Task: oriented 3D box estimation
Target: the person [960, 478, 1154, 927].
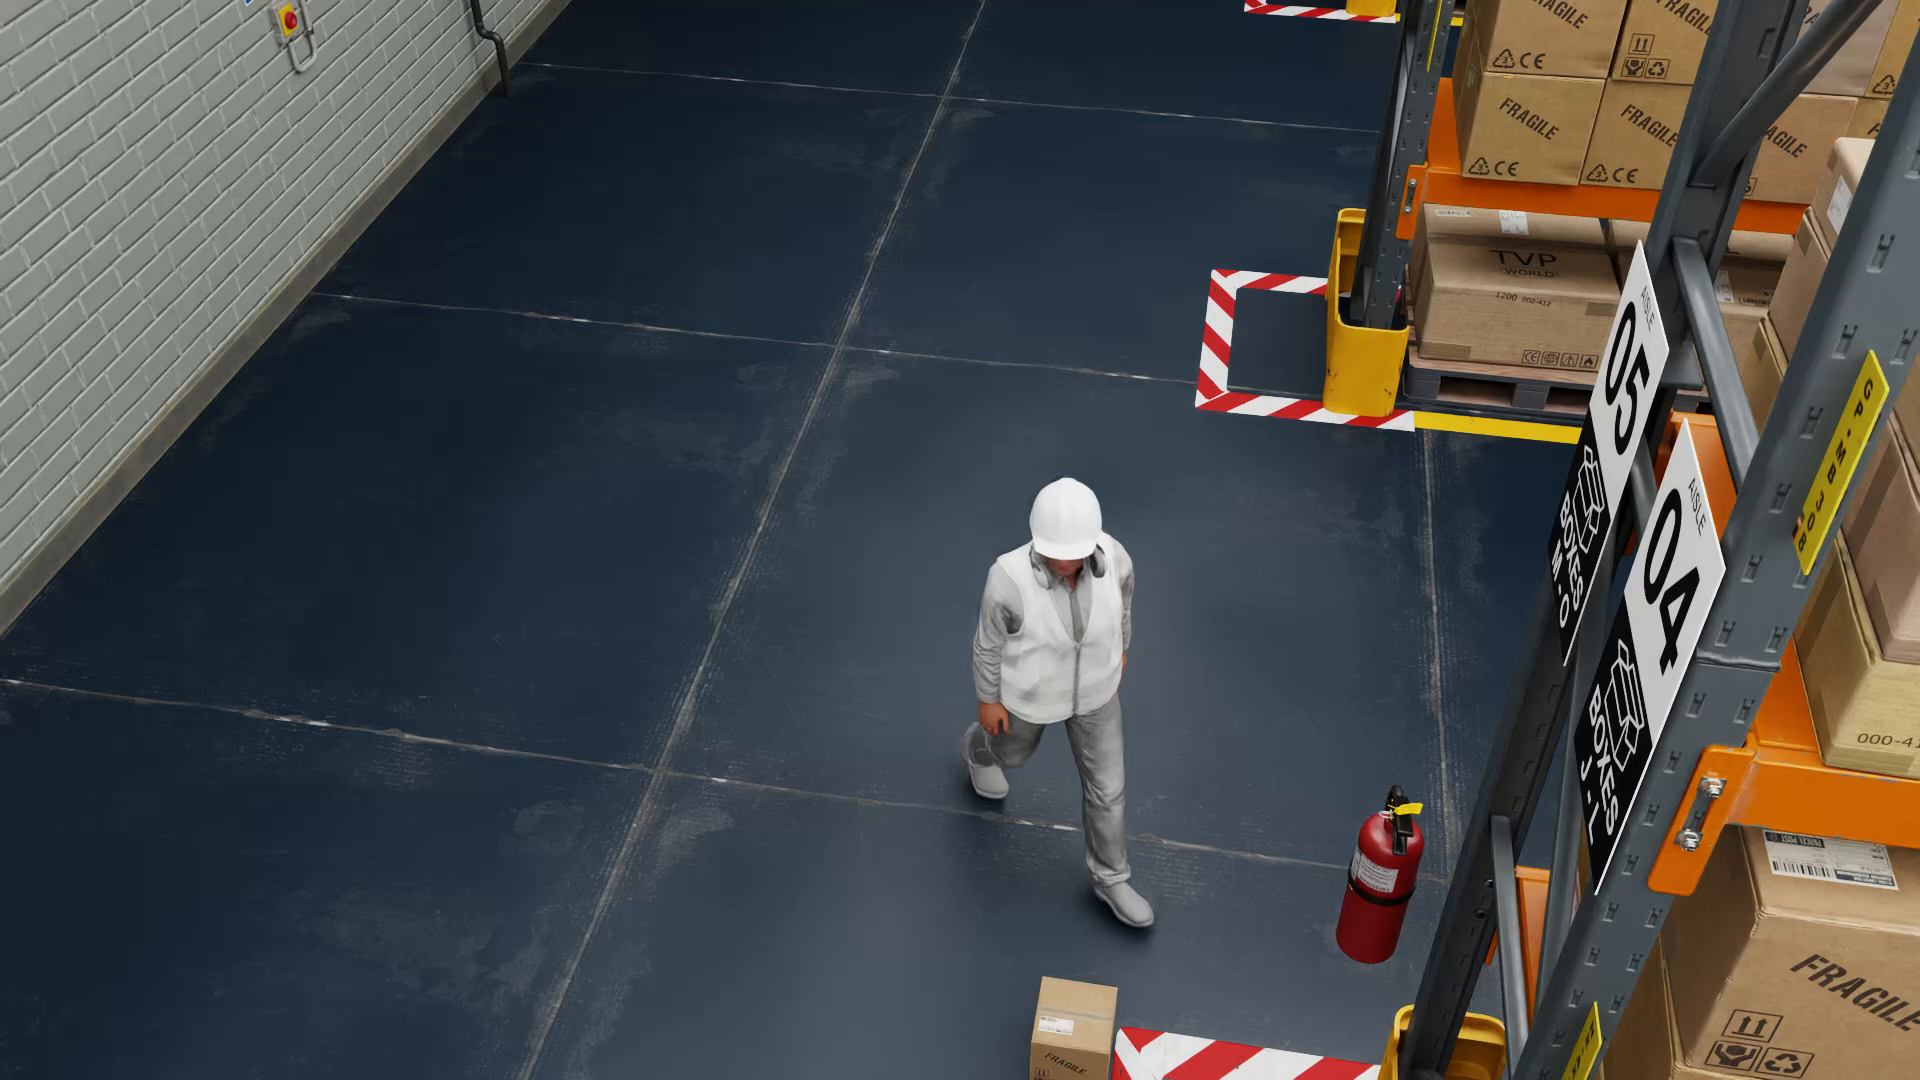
[{"bbox_3d":[0.329,0.475,5.597,0.598,1.739,1.000,-12,42,-14],"label":"person"}]
